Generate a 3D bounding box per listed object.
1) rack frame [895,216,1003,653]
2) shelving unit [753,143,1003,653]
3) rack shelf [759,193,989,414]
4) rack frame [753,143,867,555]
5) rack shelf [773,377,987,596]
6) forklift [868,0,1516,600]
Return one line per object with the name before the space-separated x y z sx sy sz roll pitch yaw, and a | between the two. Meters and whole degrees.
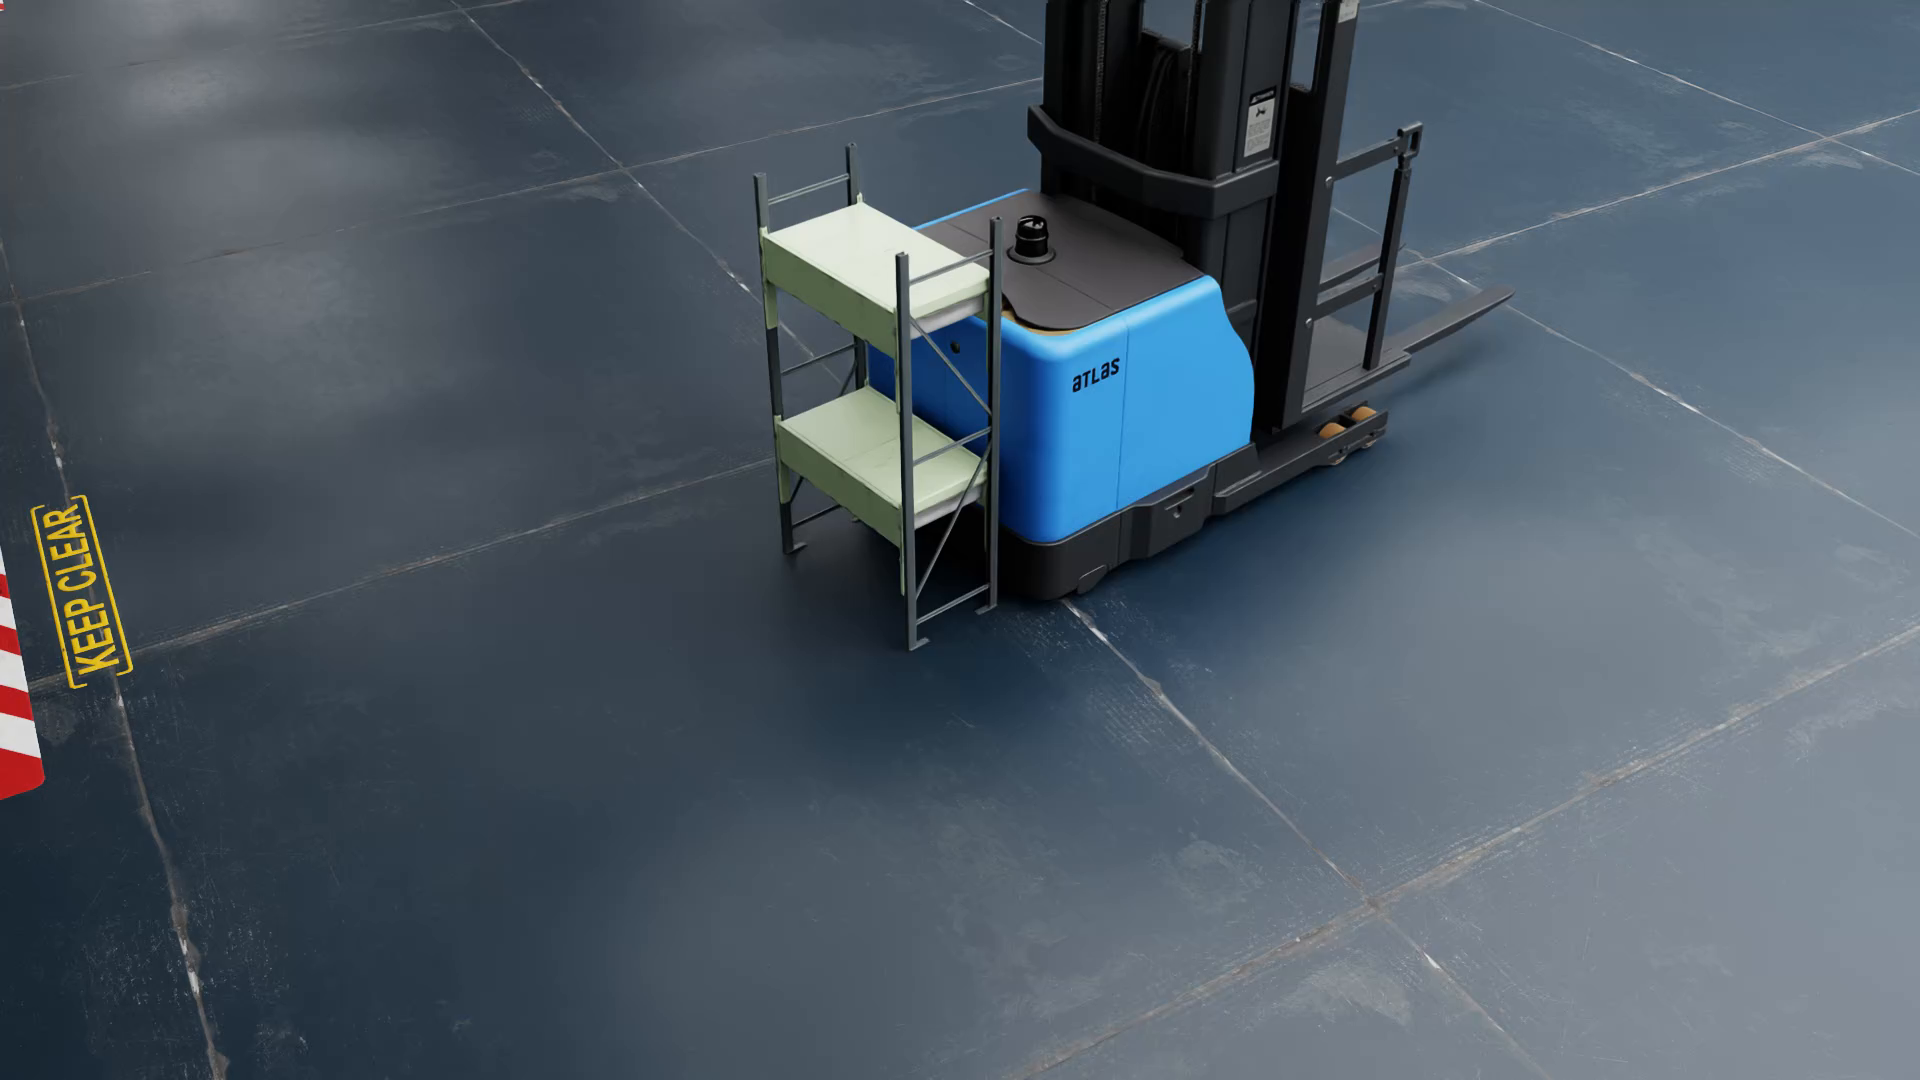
rack frame | -0.029 -0.299 5.387 0.400 1.500 0.023 -26 44 -31
shelving unit | -0.264 -0.465 5.614 0.431 1.500 0.755 -26 44 -31
rack shelf | -0.264 -0.780 5.384 0.431 0.370 0.720 -26 44 -31
rack frame | -0.499 -0.630 5.841 0.400 1.500 0.023 -26 44 -31
rack shelf | -0.263 -0.201 5.806 0.431 0.370 0.720 -26 44 -31
forklift | 1.102 -1.698 6.090 3.031 2.935 1.130 -26 44 -31
